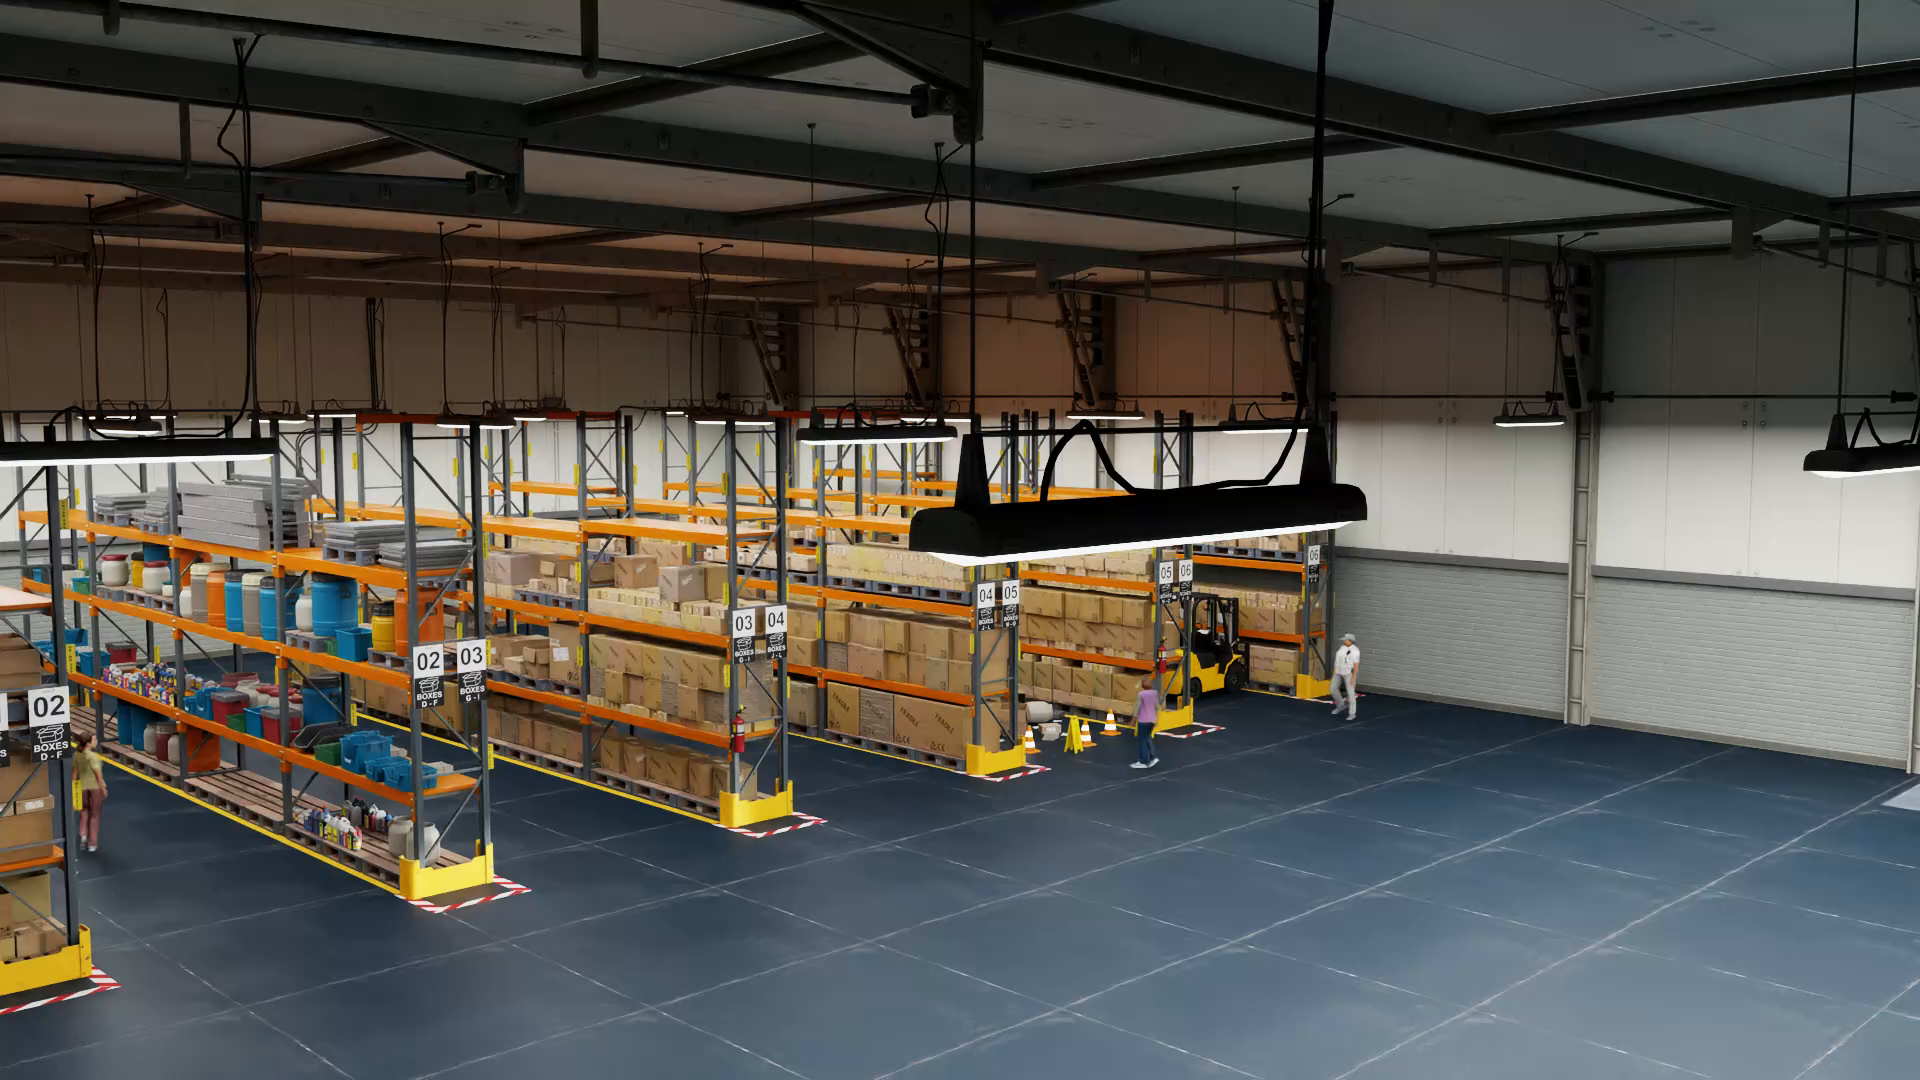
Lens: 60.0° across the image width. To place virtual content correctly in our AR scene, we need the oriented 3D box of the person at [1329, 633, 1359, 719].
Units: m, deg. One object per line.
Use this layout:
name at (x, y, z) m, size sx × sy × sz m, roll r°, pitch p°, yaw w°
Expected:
person at (7.576, 2.663, 32.736) m, size 0.593 × 1.676 × 0.436 m, roll 5°, pitch 7°, yaw 44°

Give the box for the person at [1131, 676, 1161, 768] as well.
person at (3.159, 3.102, 28.243) m, size 0.448 × 1.567 × 0.408 m, roll -3°, pitch 6°, yaw -32°

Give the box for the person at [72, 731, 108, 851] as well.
person at (-12.087, 3.481, 23.121) m, size 0.470 × 1.680 × 0.444 m, roll -1°, pitch 5°, yaw -8°
